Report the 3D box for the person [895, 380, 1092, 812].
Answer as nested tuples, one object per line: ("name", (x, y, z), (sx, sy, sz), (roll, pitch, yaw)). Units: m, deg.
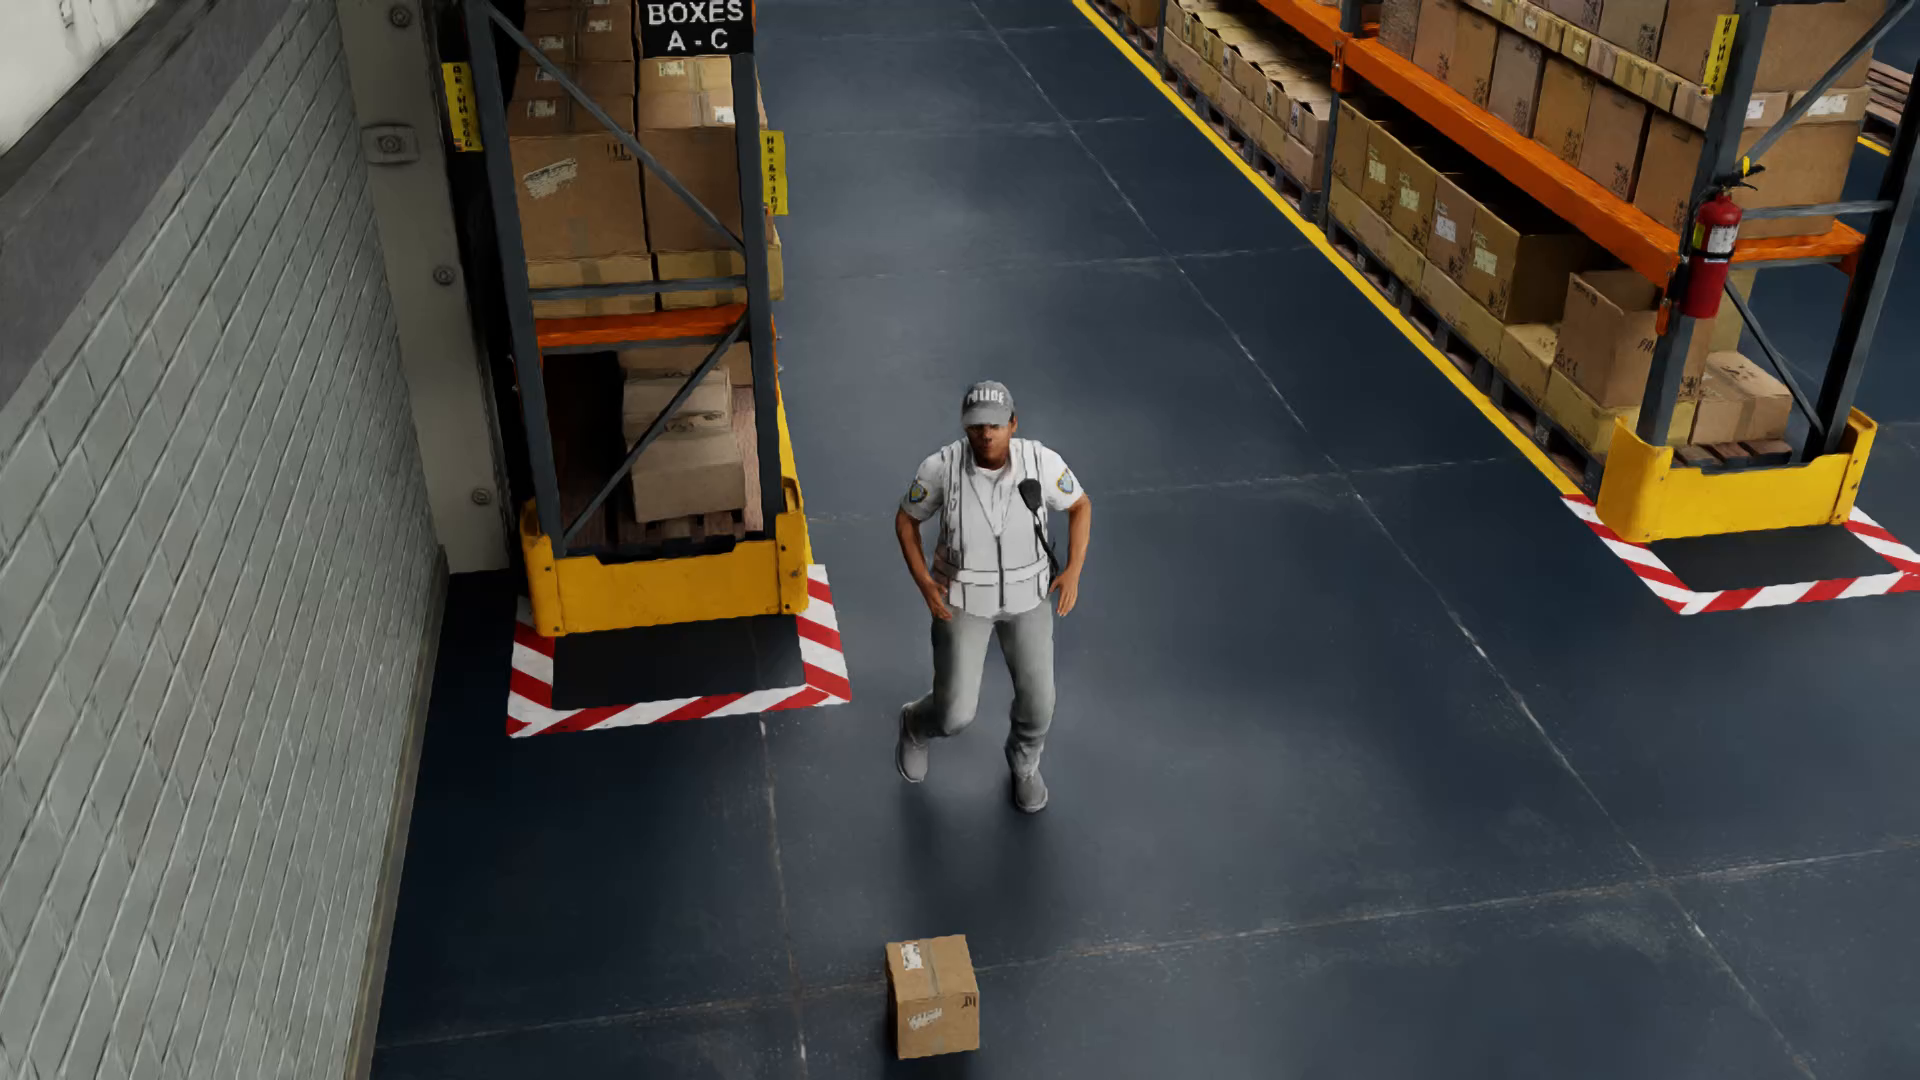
("person", (0.127, 0.221, 5.799), (0.707, 1.637, 0.471), (-6, 31, -10))
